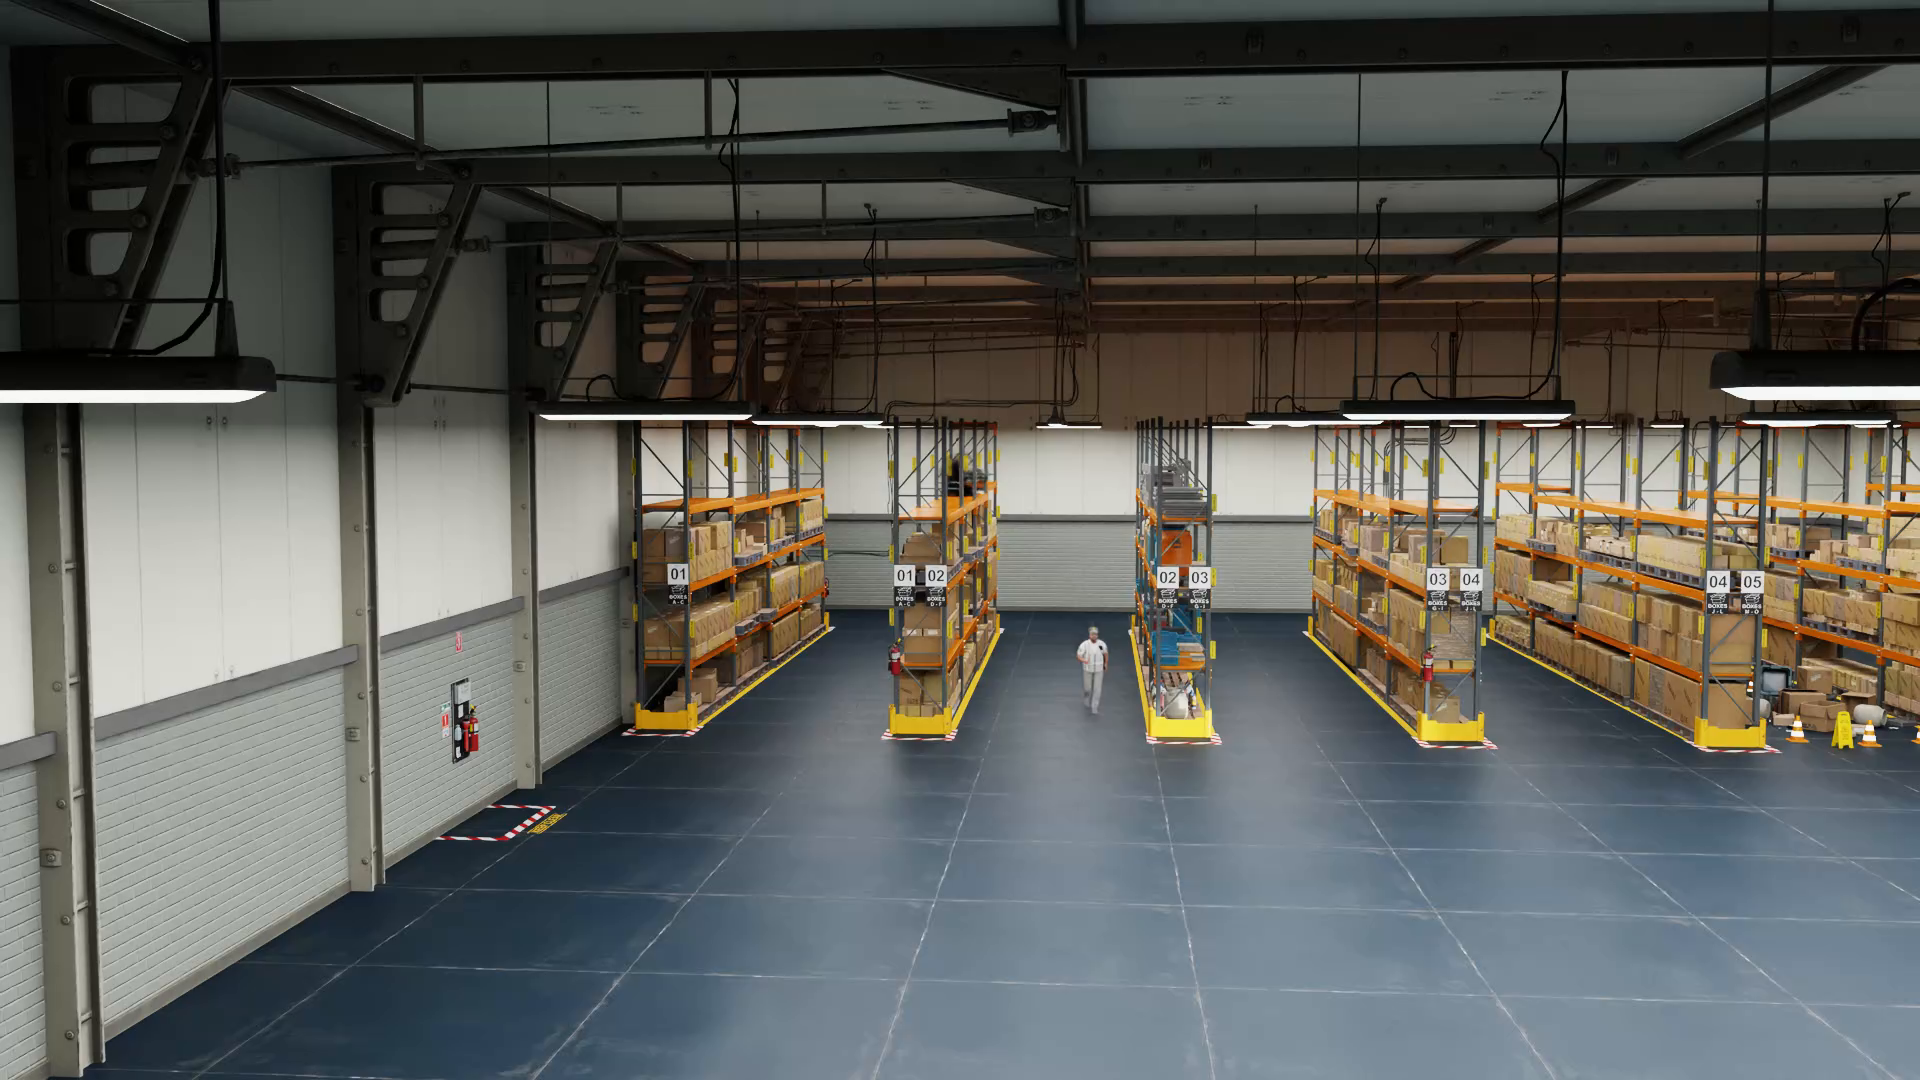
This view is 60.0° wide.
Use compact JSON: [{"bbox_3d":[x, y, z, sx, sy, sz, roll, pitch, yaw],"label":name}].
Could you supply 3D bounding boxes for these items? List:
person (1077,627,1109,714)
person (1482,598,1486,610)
[{"bbox_3d":[2.717,2.631,33.919,0.668,1.749,0.741,0,4,-3],"label":"person"},{"bbox_3d":[13.402,2.046,43.340,0.570,1.659,0.910,0,4,5],"label":"person"}]
